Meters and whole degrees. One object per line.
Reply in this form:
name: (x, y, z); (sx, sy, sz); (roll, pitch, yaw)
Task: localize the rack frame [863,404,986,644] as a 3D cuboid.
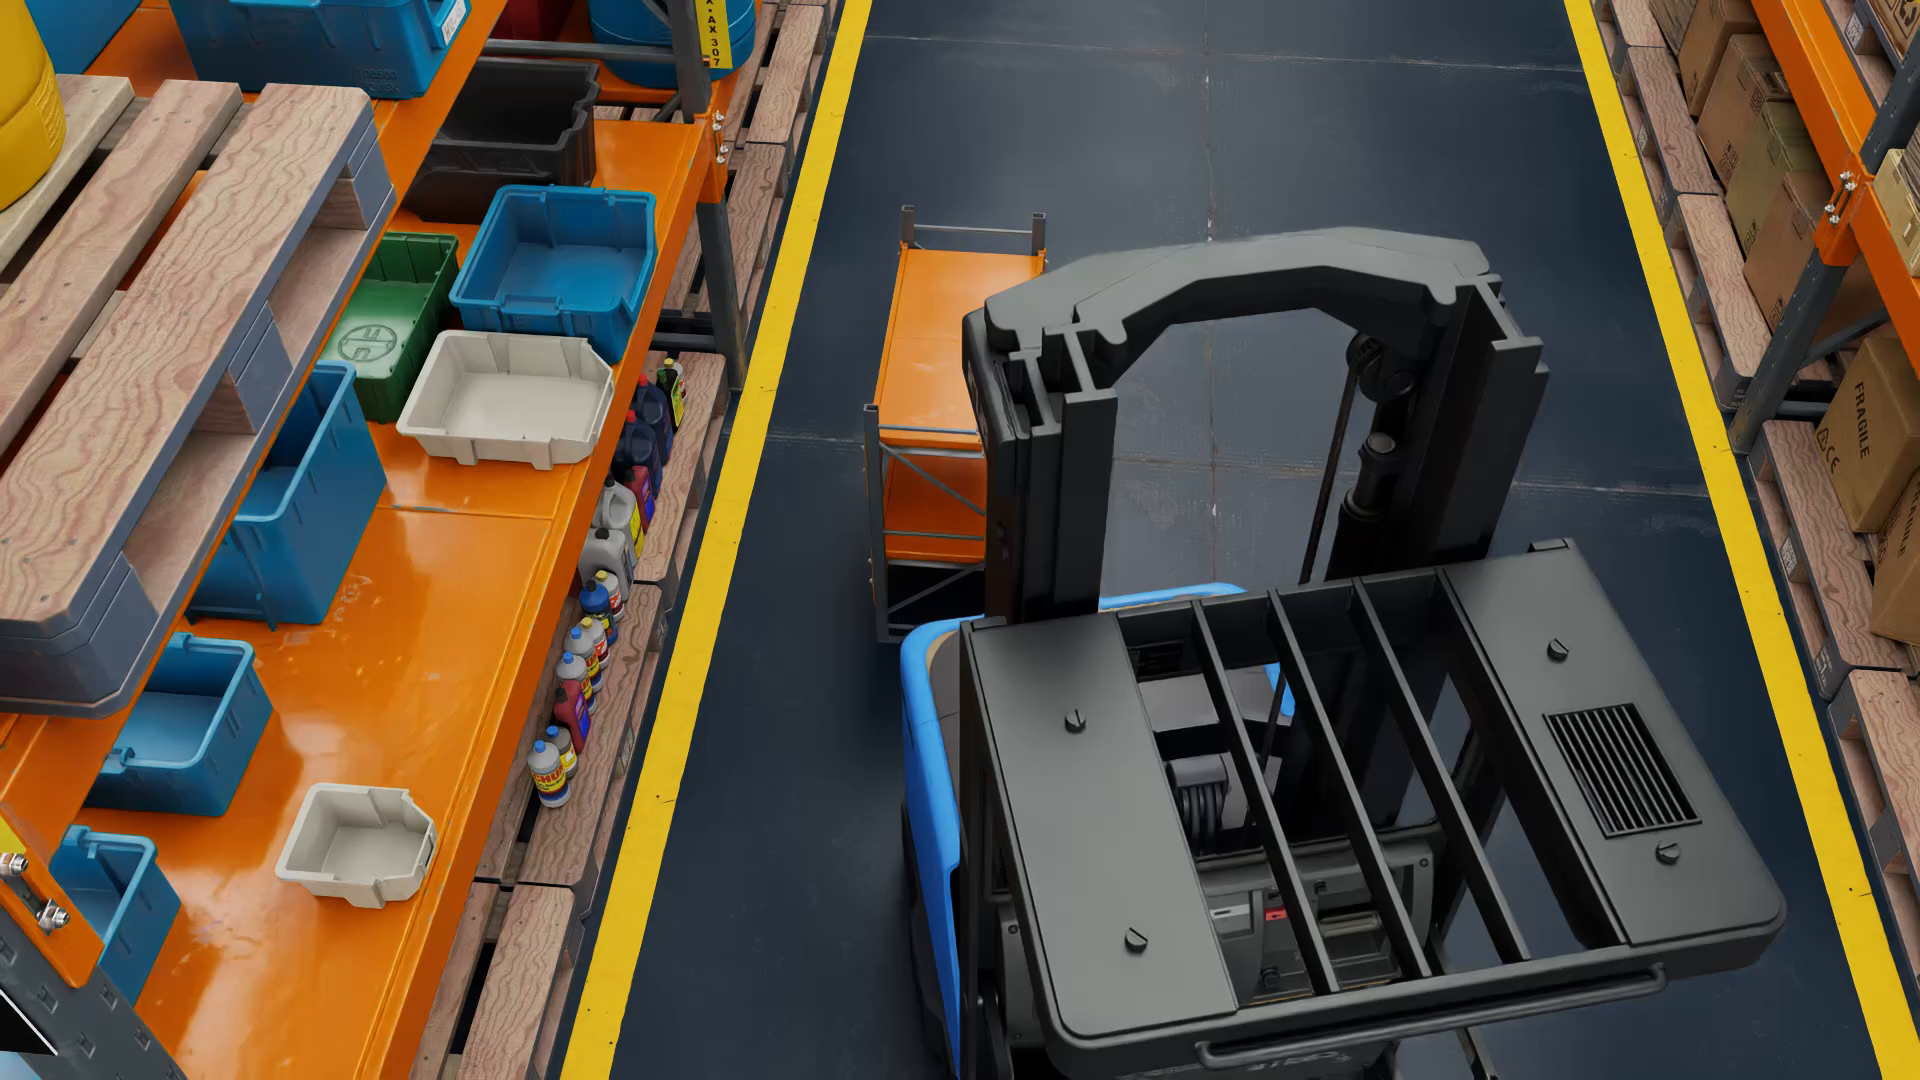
rack frame: (-0.046, -0.011, 5.498); (0.500, 1.125, 0.032); (4, 48, 4)

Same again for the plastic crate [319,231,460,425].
plastic crate: (-1.786, -0.642, 4.948); (0.450, 0.188, 0.662); (4, 48, 4)

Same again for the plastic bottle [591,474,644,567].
plastic bottle: (-1.200, -0.076, 5.784); (0.144, 0.351, 0.185); (4, 48, 3)

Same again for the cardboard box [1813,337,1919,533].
cardboard box: (3.475, -0.366, 5.962); (0.500, 0.500, 0.500); (3, 48, 2)

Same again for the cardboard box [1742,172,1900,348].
cardboard box: (3.628, -1.114, 6.632); (0.700, 0.500, 0.500); (1, 48, 1)

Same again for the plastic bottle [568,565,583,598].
plastic bottle: (-1.325, 0.059, 5.706); (0.061, 0.283, 0.133); (4, 48, 4)

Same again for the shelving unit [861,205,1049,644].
shelving unit: (0.001, -0.385, 5.839); (0.538, 1.125, 1.048); (4, 48, 4)

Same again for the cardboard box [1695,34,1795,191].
cardboard box: (3.741, -1.874, 7.327); (0.700, 0.500, 0.500); (0, 48, 0)

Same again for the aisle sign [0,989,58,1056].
aisle sign: (-1.461, 0.442, 2.051); (0.394, 0.787, 0.004); (4, 48, 4)

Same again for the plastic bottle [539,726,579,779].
plastic bottle: (-1.261, 0.655, 5.216); (0.097, 0.201, 0.097); (0, 48, 0)

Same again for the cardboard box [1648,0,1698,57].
cardboard box: (3.836, -2.701, 8.084); (0.700, 0.500, 0.500); (0, 48, 0)

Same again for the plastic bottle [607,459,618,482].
plastic bottle: (-1.320, -0.280, 6.021); (0.152, 0.276, 0.135); (4, 48, 4)

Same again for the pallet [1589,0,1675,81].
pallet: (3.843, -2.783, 8.653); (1.003, 0.211, 1.213); (4, 48, 4)

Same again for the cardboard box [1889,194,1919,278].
cardboard box: (3.196, -0.954, 5.260); (0.380, 0.149, 0.250); (4, 48, 4)

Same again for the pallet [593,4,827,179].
pallet: (-1.240, -2.230, 8.147); (1.003, 0.211, 1.213); (4, 48, 4)

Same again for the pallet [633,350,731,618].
pallet: (-1.484, -0.261, 6.345); (1.003, 0.211, 1.213); (4, 48, 4)

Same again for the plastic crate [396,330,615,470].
plastic crate: (-1.277, -0.393, 4.756); (0.530, 0.136, 0.437); (4, 48, 4)

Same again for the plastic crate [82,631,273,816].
plastic crate: (-1.934, 0.432, 3.923); (0.499, 0.251, 0.408); (4, 48, 4)

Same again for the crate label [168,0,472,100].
crate label: (-1.246, -1.069, 3.263); (0.502, 0.251, 0.408); (4, 48, 4)

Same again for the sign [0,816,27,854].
sign: (-1.199, 0.272, 1.930); (0.100, 0.325, 0.005); (4, 48, 4)

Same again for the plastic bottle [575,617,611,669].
plastic bottle: (-1.221, 0.333, 5.511); (0.097, 0.201, 0.097); (0, 48, 0)

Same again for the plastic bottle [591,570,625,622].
plastic bottle: (-1.202, 0.182, 5.649); (0.097, 0.201, 0.097); (0, 48, 0)

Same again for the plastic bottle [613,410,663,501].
plastic bottle: (-1.171, -0.313, 6.001); (0.144, 0.351, 0.185); (2, 48, 2)

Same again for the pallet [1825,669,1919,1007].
pallet: (3.416, 0.977, 5.214); (1.003, 0.211, 1.213); (4, 48, 4)

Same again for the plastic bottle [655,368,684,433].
plastic bottle: (-1.097, -0.549, 6.262); (0.061, 0.283, 0.133); (6, 48, 5)

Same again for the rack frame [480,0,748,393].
rack frame: (-1.382, -1.692, 5.765); (1.000, 3.000, 0.127); (4, 48, 4)

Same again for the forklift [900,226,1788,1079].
forklift: (0.586, 0.979, 3.368); (1.130, 2.935, 3.031); (-8, 48, -7)

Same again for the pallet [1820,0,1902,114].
pallet: (3.765, -1.846, 6.036); (1.003, 0.211, 1.213); (4, 48, 4)

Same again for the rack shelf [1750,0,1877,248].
rack shelf: (3.733, -2.586, 7.070); (1.077, 0.370, 4.000); (4, 48, 4)

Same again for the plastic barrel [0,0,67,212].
plastic barrel: (-1.769, -0.817, 2.520); (0.600, 0.588, 0.600); (0, 48, 0)

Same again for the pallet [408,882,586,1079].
pallet: (-1.707, 1.532, 4.705); (1.003, 0.211, 1.213); (4, 48, 4)

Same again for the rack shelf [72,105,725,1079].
rack shelf: (-1.564, 0.020, 4.686); (1.077, 0.370, 4.000); (4, 48, 4)

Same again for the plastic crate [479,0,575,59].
plastic crate: (-1.642, -2.090, 6.086); (0.402, 0.464, 0.583); (4, 48, 4)

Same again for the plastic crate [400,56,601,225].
plastic crate: (-1.556, -1.295, 5.444); (0.767, 0.338, 0.504); (4, 48, 4)

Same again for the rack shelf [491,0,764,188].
rack shelf: (-1.199, -2.919, 7.375); (1.077, 0.370, 4.000); (4, 48, 4)

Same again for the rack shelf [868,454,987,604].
rack shelf: (0.001, -0.220, 6.020); (0.538, 0.278, 1.000); (4, 48, 4)

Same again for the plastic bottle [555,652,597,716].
plastic bottle: (-1.239, 0.456, 5.351); (0.097, 0.271, 0.097); (0, 48, 0)
